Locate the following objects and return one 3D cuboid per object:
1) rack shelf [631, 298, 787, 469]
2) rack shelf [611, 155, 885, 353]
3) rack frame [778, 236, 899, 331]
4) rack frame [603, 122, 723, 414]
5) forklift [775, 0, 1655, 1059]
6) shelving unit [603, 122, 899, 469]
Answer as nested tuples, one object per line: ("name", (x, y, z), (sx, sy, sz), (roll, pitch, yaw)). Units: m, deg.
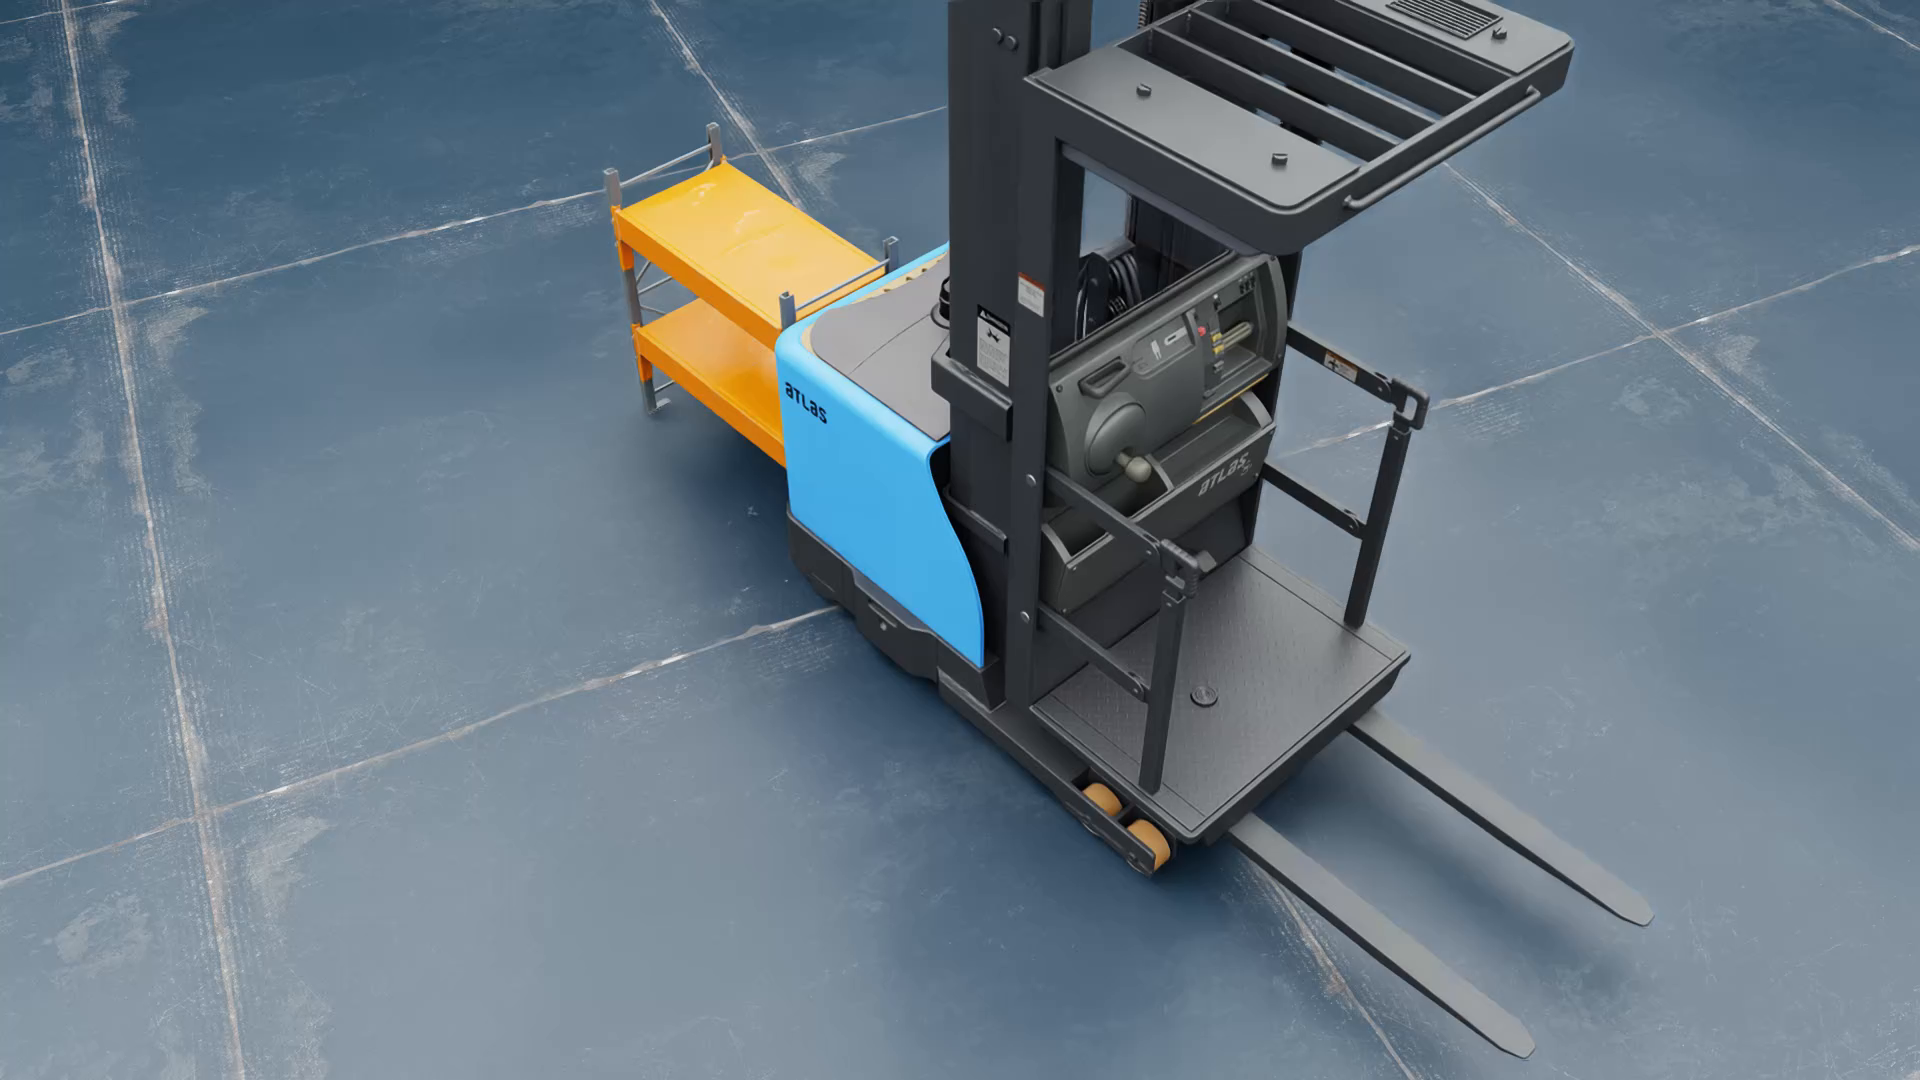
("rack shelf", (-0.749, -0.604, 6.409), (0.538, 0.278, 1.000), (-33, 53, -29))
("rack shelf", (-0.749, -0.986, 6.032), (0.538, 0.278, 1.000), (-33, 53, -29))
("rack frame", (-0.403, -0.516, 5.972), (0.500, 1.125, 0.032), (-33, 53, -29))
("rack frame", (-1.094, -1.040, 6.503), (0.500, 1.125, 0.032), (-33, 53, -29))
("forklift", (0.749, -0.417, 4.585), (1.130, 2.935, 3.031), (-33, 53, -29))
("shelving unit", (-0.749, -0.778, 6.237), (0.538, 1.125, 1.048), (-33, 53, -29))
